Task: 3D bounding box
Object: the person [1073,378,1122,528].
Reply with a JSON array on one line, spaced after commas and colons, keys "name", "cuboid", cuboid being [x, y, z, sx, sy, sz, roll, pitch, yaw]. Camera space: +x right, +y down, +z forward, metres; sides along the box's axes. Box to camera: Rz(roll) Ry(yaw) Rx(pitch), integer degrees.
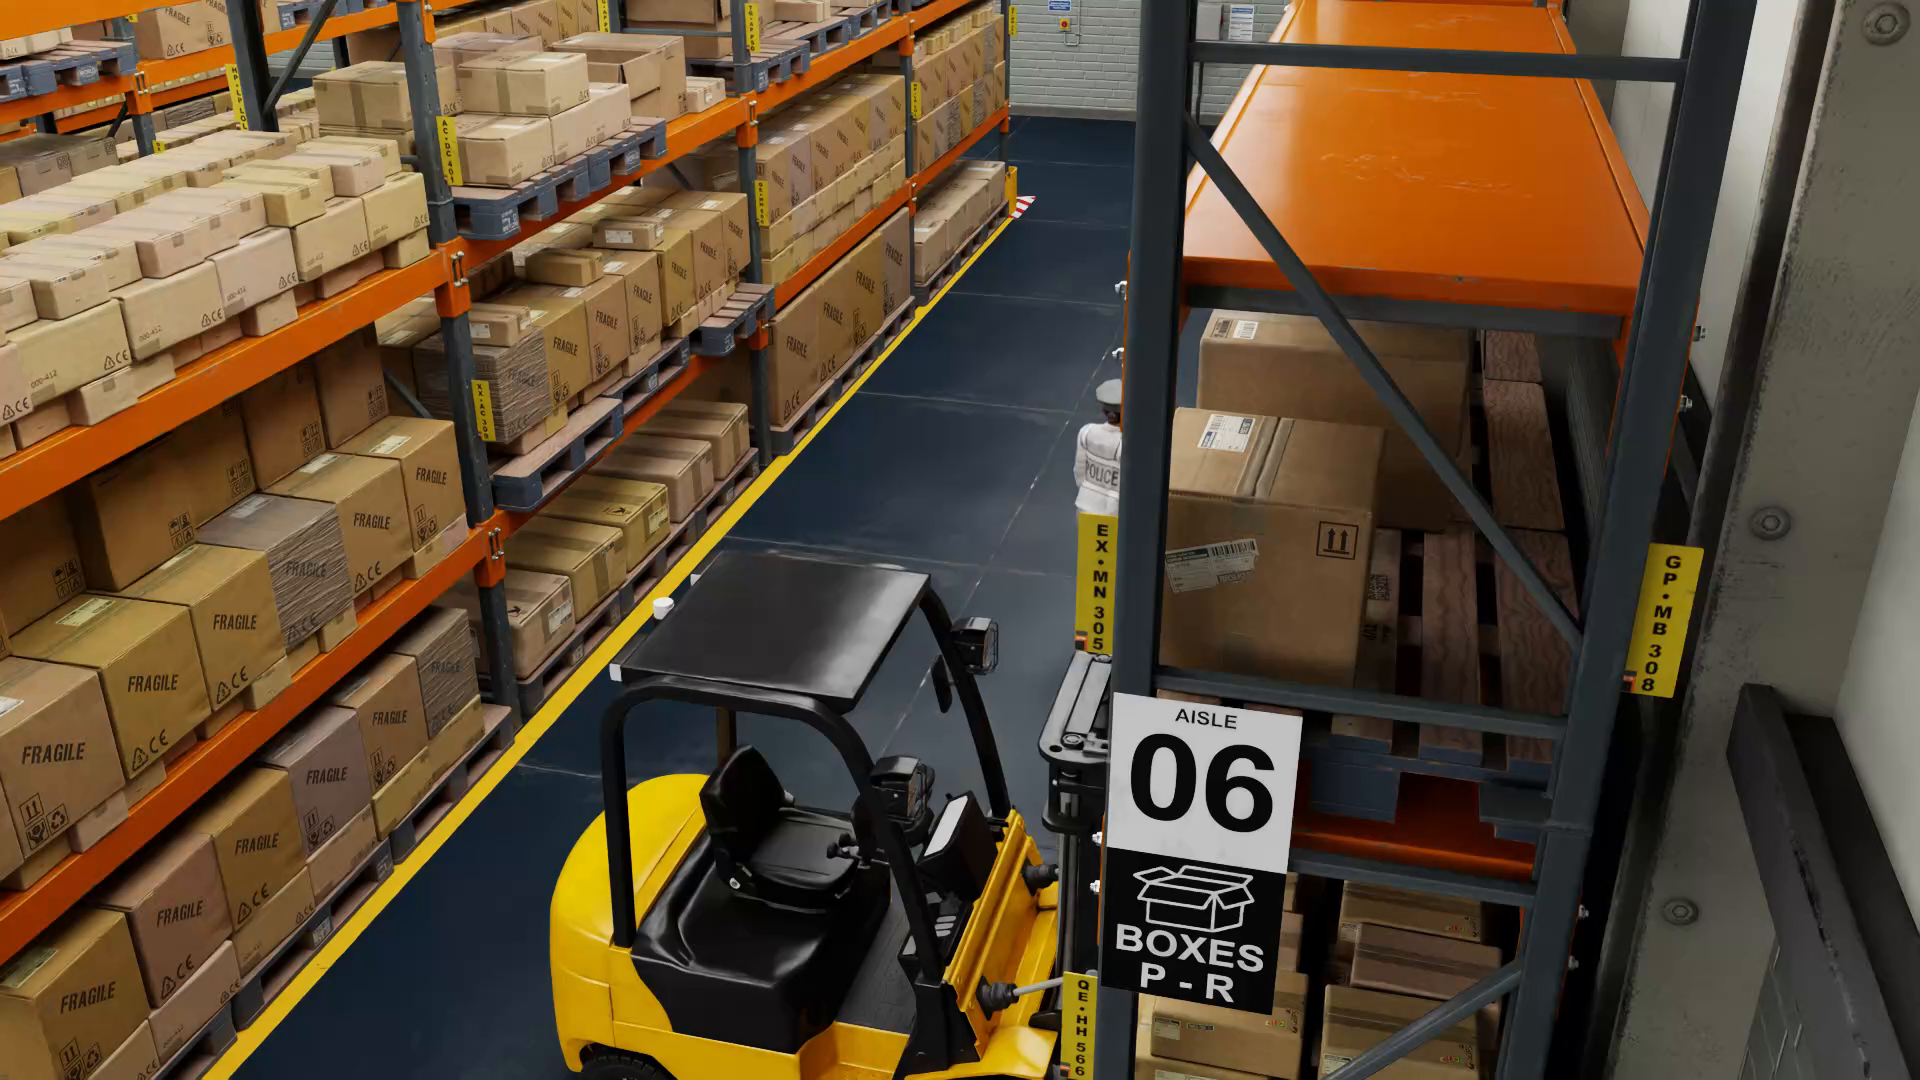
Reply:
[{"name": "person", "cuboid": [0.881, -0.128, 9.921, 0.497, 1.702, 0.334, 22, 33, 38]}]
